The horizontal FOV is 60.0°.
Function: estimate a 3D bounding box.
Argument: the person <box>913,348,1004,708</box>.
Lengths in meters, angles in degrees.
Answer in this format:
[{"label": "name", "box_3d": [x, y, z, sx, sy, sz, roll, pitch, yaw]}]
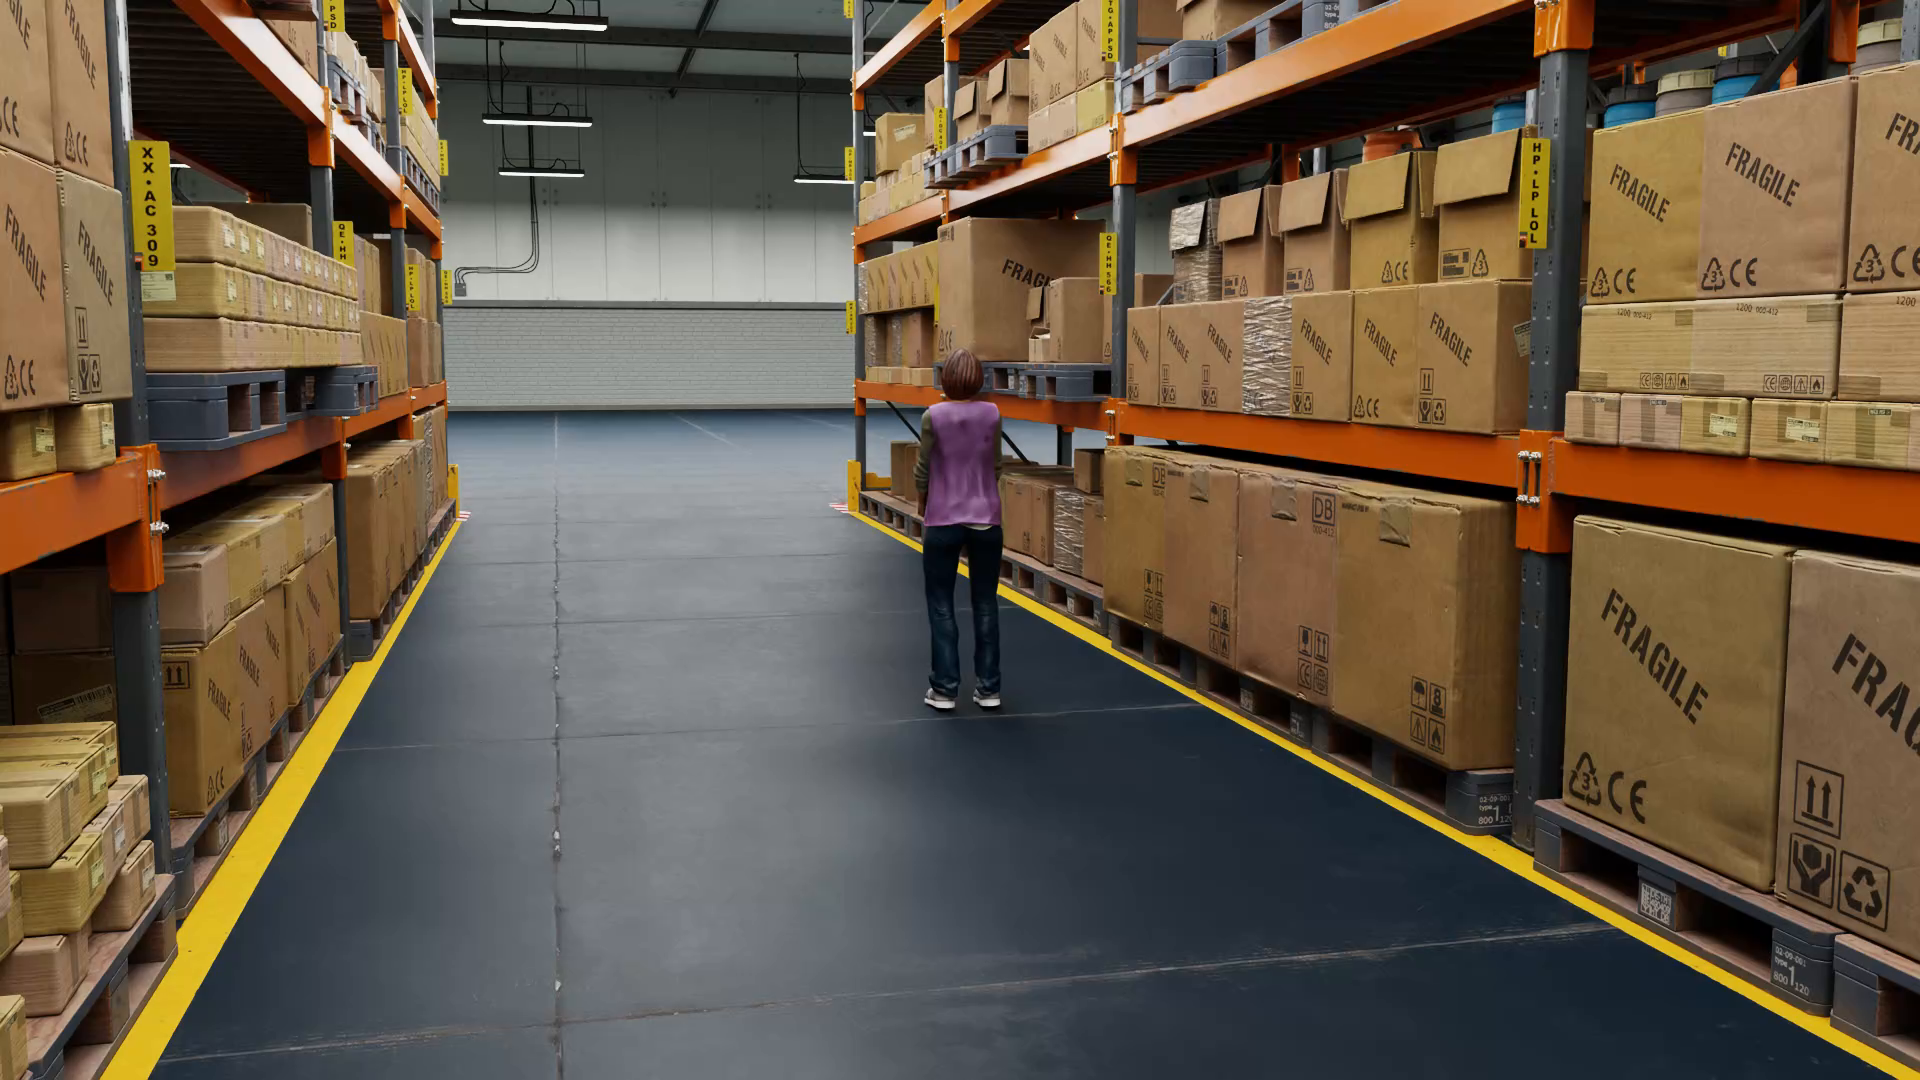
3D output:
[{"label": "person", "box_3d": [-0.006, -0.056, 7.401, 0.405, 1.590, 0.492, -1, 6, -11]}]
